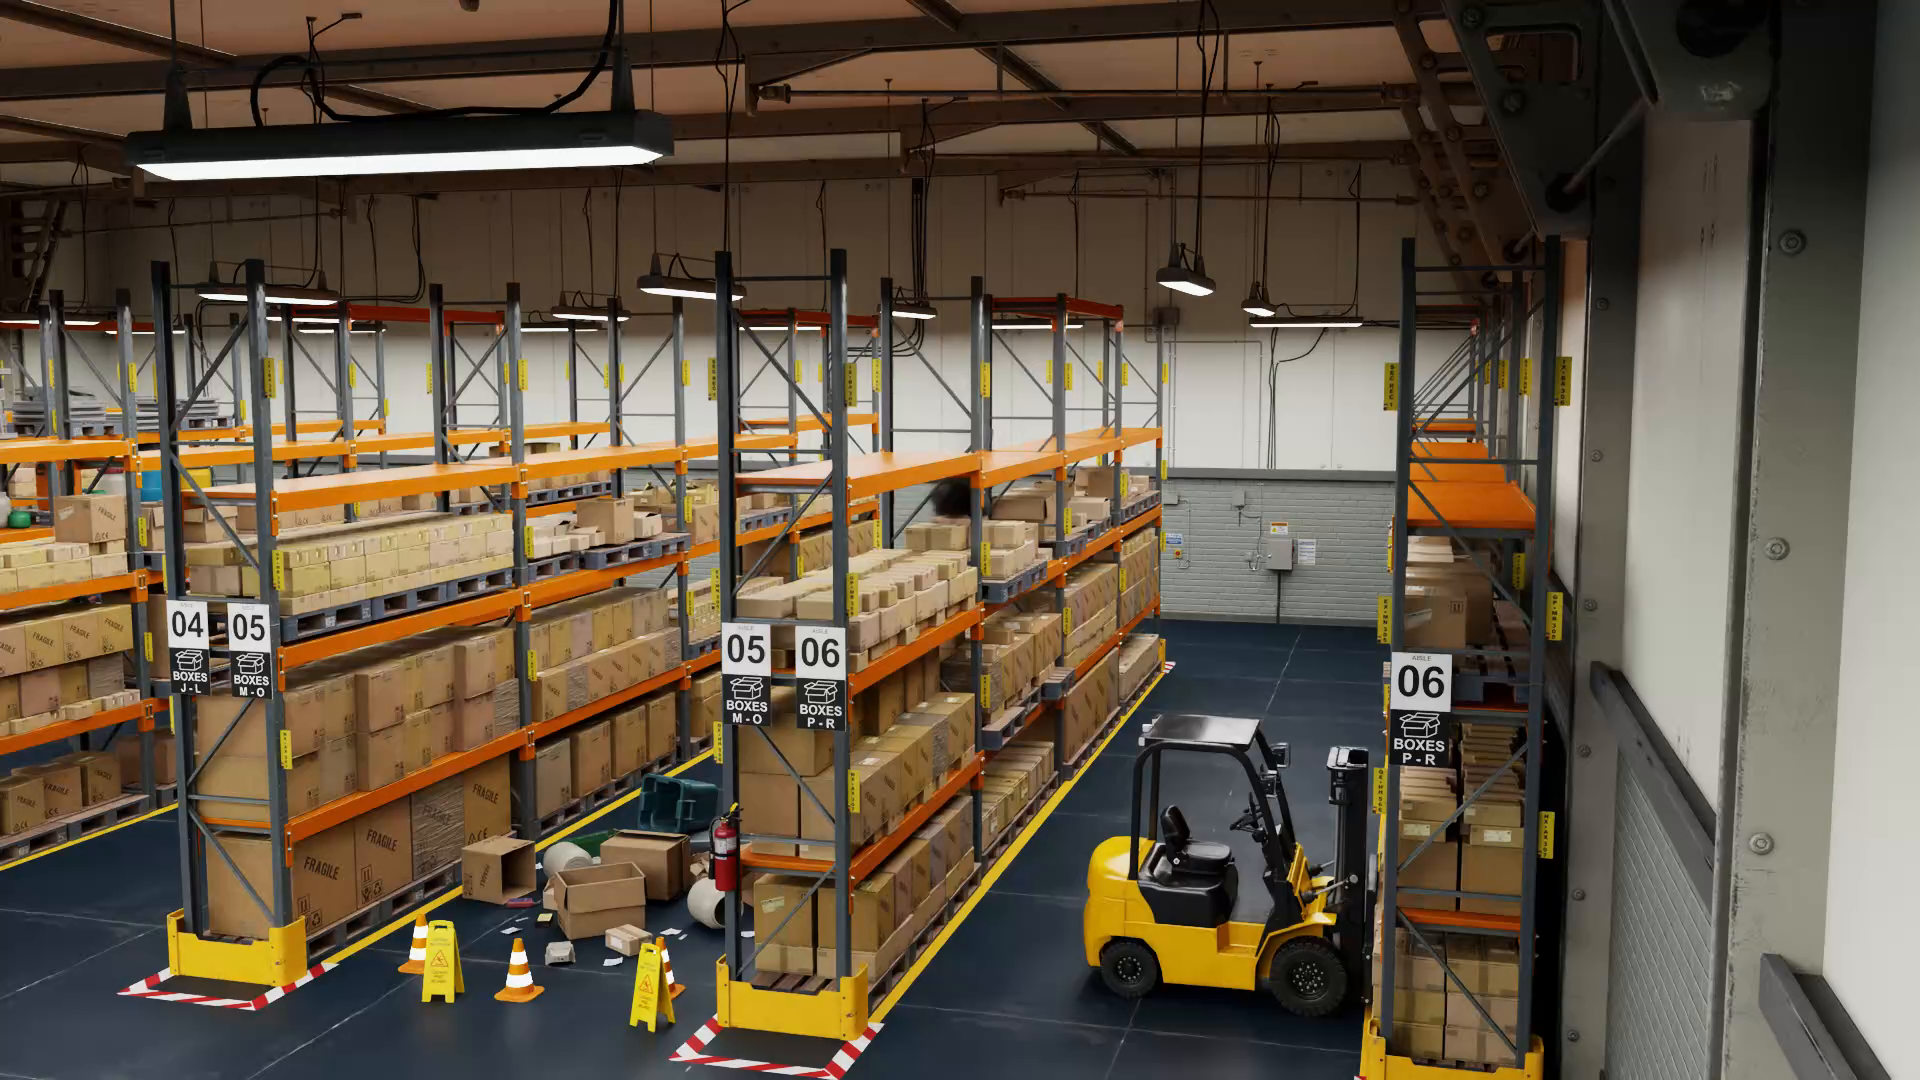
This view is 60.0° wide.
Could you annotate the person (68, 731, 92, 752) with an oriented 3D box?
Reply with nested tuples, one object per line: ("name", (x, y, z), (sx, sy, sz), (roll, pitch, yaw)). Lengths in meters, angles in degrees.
("person", (-11.780, 1.965, 22.036), (0.651, 1.740, 0.602), (0, 6, 1))

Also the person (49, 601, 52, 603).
("person", (-14.945, 1.472, 27.322), (0.601, 1.668, 0.767), (2, 6, 16))
